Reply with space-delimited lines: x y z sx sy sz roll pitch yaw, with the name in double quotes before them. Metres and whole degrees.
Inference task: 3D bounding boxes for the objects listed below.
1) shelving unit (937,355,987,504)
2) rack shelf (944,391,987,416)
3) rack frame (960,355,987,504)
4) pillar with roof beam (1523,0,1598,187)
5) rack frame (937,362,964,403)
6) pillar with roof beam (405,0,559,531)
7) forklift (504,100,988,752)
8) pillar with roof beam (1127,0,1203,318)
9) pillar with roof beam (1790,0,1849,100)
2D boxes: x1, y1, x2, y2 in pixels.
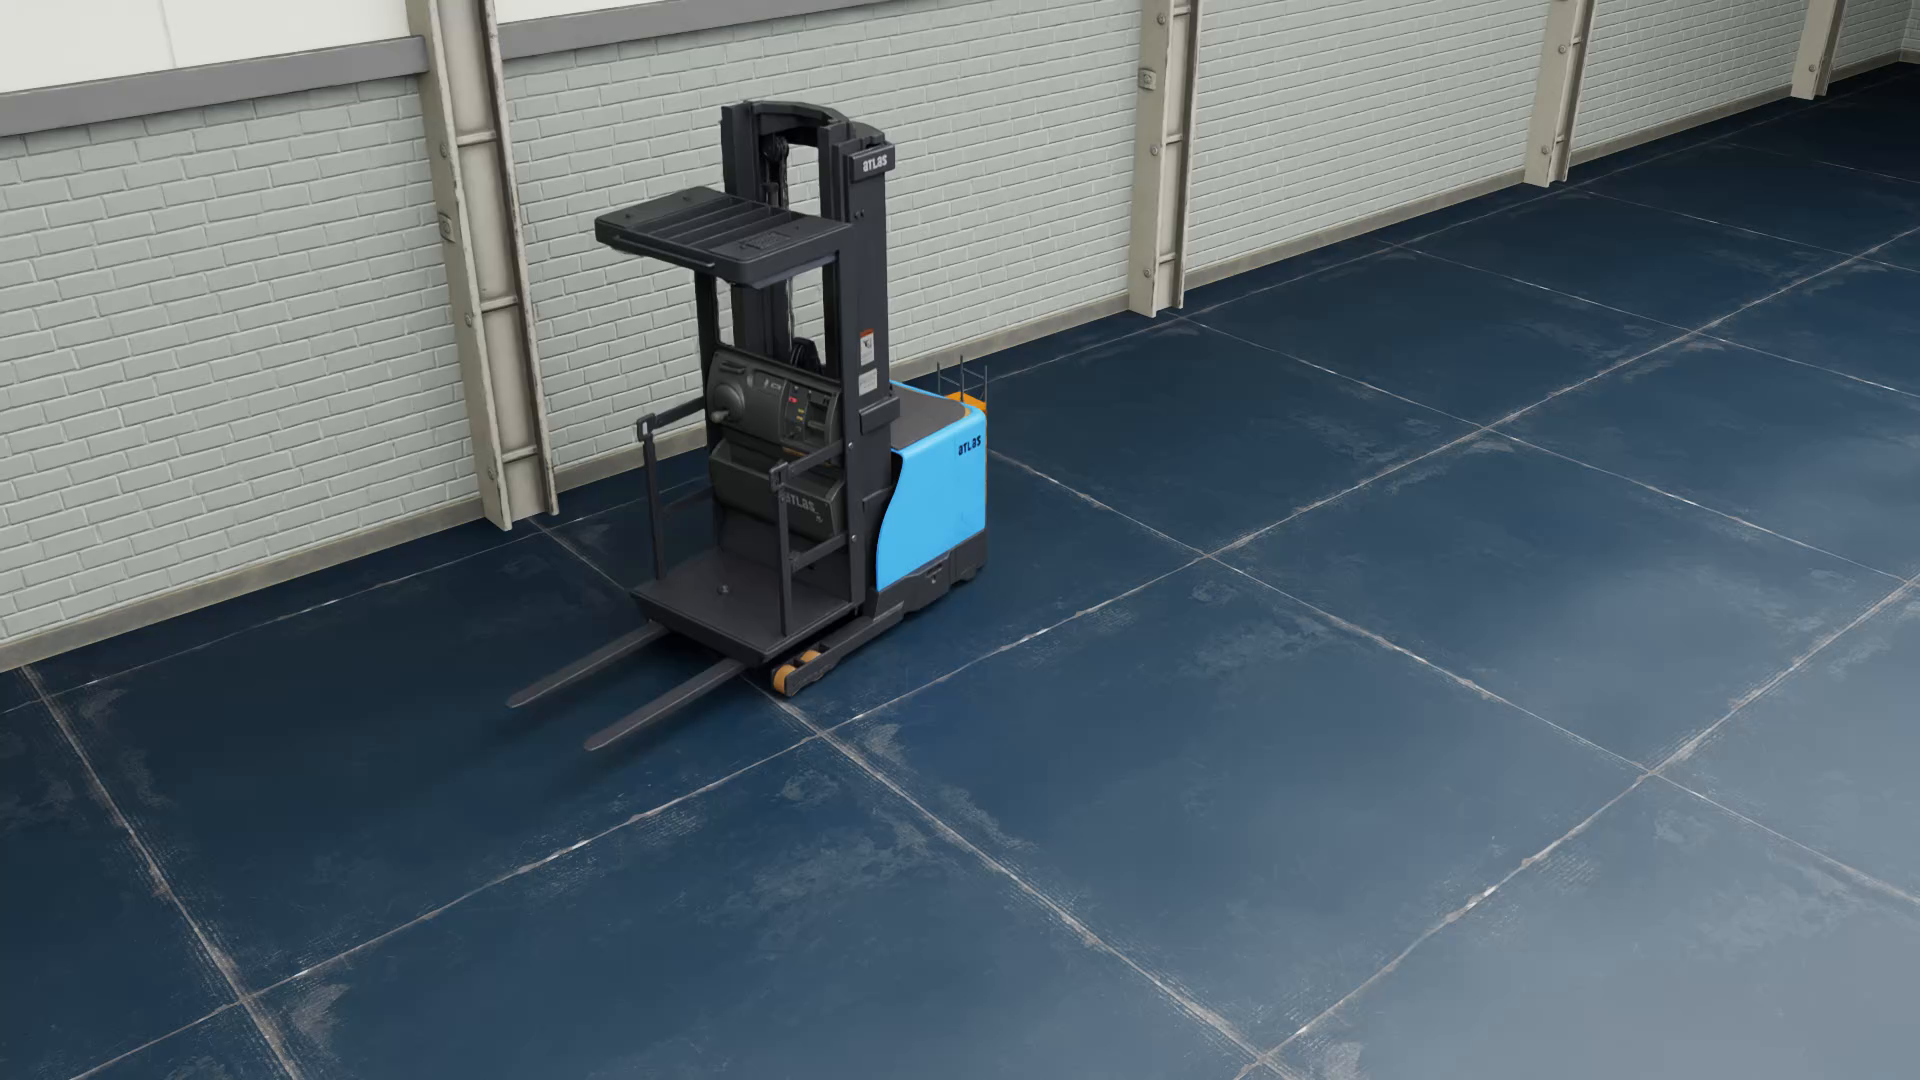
"shelving unit" 0.011 -0.534 10.334 0.189 1.200 0.258 -22 35 -35
"rack shelf" 0.011 -0.812 10.185 0.180 0.103 0.258 -22 35 -35
"rack frame" 0.081 -0.562 10.386 0.006 1.200 0.240 -22 35 -35
"pillar with roof beam" 9.040 -6.267 12.789 0.400 9.000 9.100 -22 35 -35
"rack frame" -0.059 -0.506 10.281 0.006 1.200 0.240 -22 35 -35
"pillar with roof beam" -0.089 -2.597 5.919 0.400 9.000 9.100 -22 35 -35
"forklift" -1.144 -0.711 8.829 1.130 2.935 3.031 21 34 33
"pillar with roof beam" 4.476 -4.432 9.354 0.400 9.000 9.100 -22 35 -35
"pillar with roof beam" 13.605 -8.103 16.223 0.400 9.000 9.100 -22 35 -35
